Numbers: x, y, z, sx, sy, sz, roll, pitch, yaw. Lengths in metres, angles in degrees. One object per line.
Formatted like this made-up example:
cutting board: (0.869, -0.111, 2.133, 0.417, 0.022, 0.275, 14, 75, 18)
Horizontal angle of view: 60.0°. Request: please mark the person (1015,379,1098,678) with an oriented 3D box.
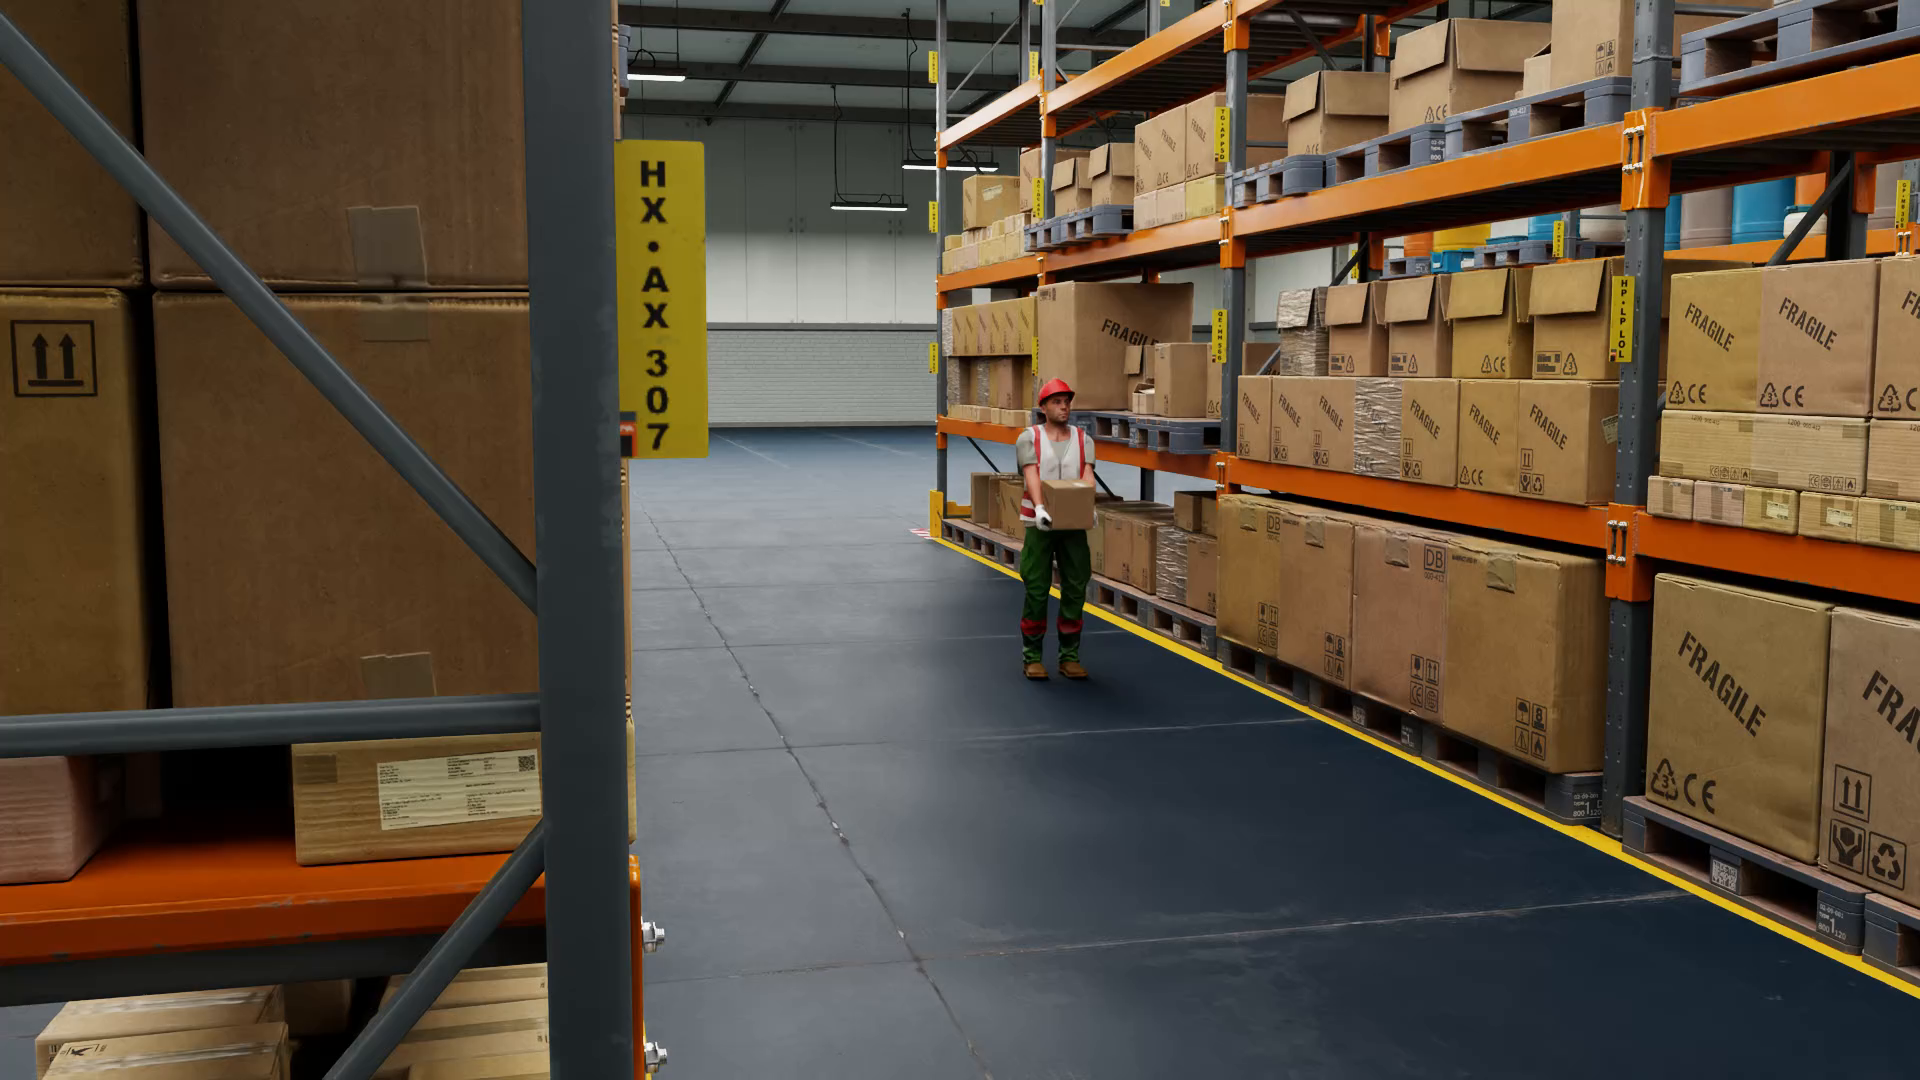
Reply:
person: (0.602, -0.061, 9.880, 0.494, 1.782, 0.569, -1, 6, -13)
